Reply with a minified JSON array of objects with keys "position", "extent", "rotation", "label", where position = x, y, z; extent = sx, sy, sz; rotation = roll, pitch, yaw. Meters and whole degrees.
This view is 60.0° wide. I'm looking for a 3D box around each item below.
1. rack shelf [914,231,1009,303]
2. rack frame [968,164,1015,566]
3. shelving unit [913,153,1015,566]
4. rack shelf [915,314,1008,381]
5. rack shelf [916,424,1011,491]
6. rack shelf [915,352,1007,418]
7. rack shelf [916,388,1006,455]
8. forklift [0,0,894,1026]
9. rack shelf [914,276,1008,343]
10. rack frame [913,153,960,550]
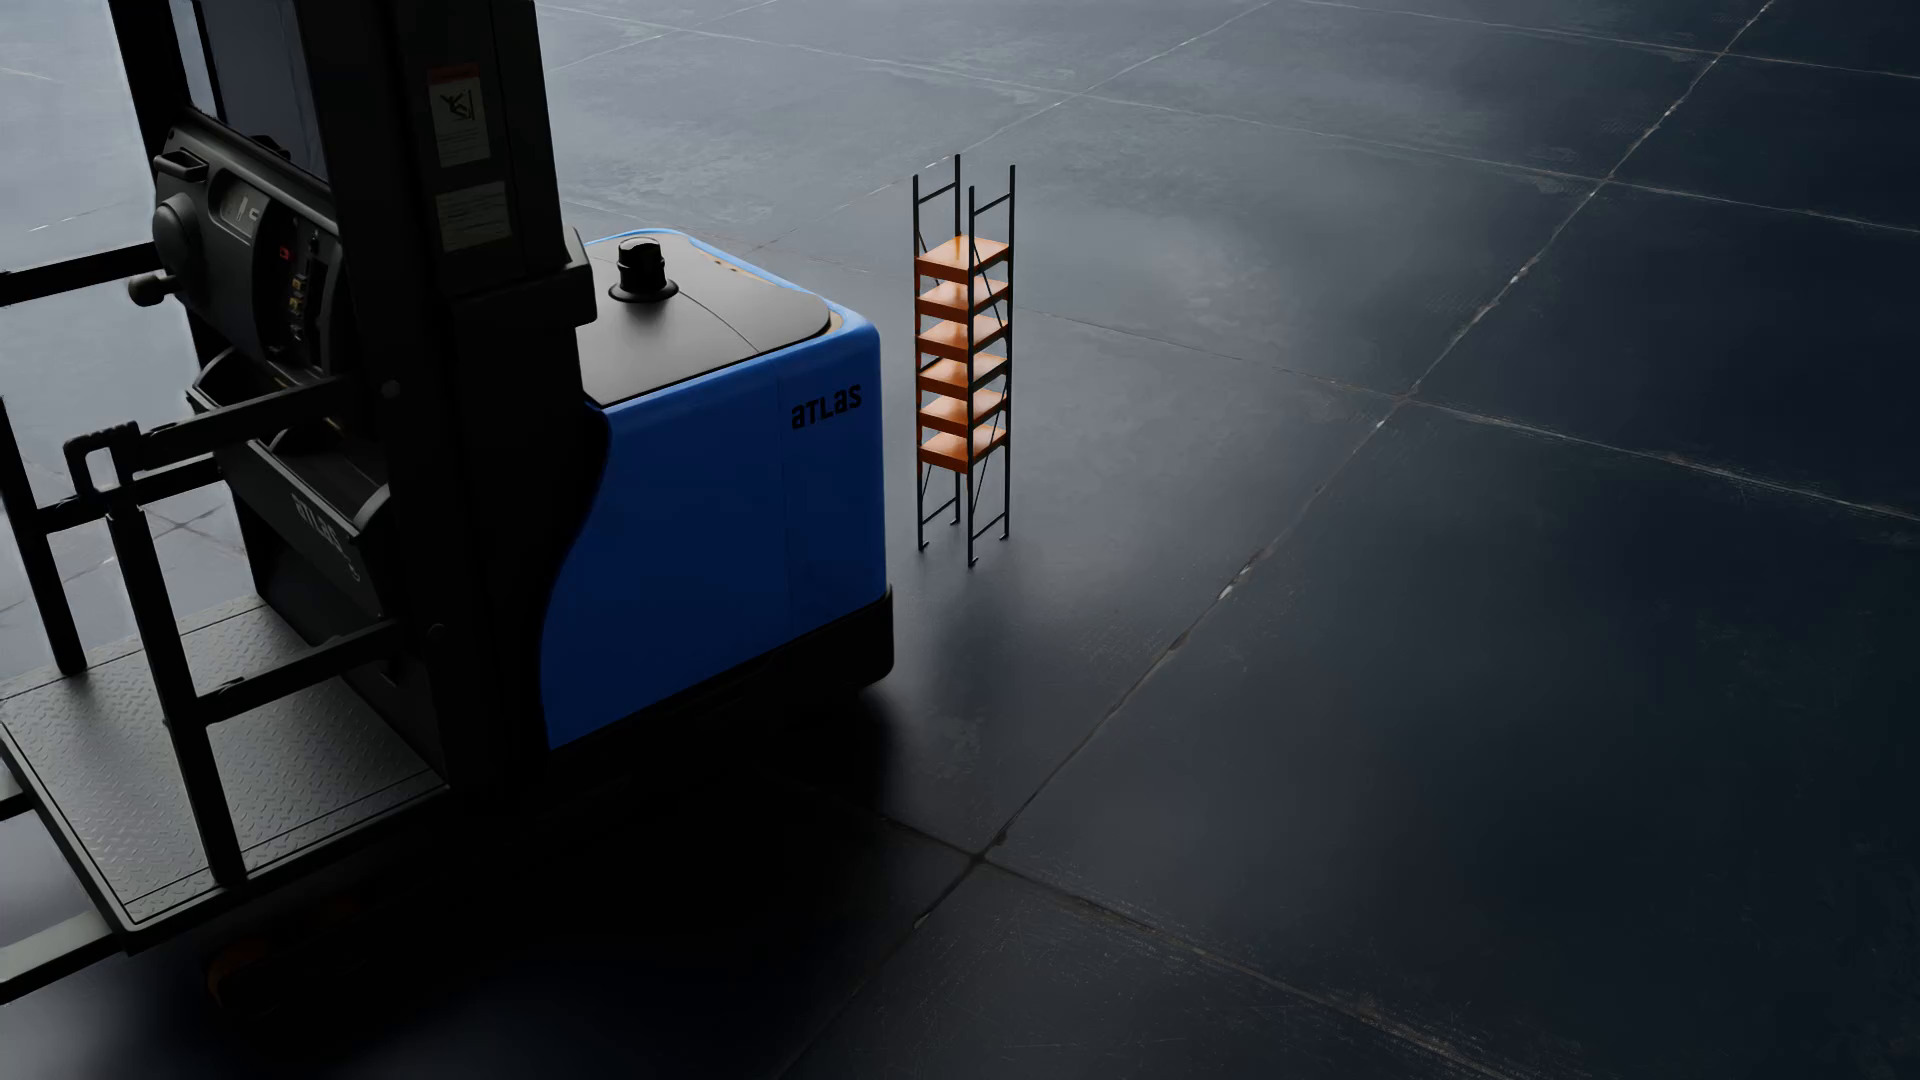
[{"position":[0.012,-0.787,4.782],"extent":[0.180,0.103,0.258],"rotation":[18,35,27],"label":"rack shelf"},{"position":[0.090,-0.490,4.899],"extent":[0.006,1.200,0.240],"rotation":[18,35,27],"label":"rack frame"},{"position":[0.012,-0.514,4.941],"extent":[0.189,1.200,0.258],"rotation":[18,35,27],"label":"shelving unit"},{"position":[0.012,-0.580,4.903],"extent":[0.180,0.103,0.258],"rotation":[18,35,27],"label":"rack shelf"},{"position":[0.012,-0.269,5.084],"extent":[0.180,0.103,0.258],"rotation":[18,35,27],"label":"rack shelf"},{"position":[0.012,-0.476,4.963],"extent":[0.180,0.103,0.258],"rotation":[18,35,27],"label":"rack shelf"},{"position":[0.012,-0.372,5.024],"extent":[0.180,0.103,0.258],"rotation":[18,35,27],"label":"rack shelf"},{"position":[-1.616,-0.553,3.290],"extent":[3.031,2.935,1.130],"rotation":[-24,38,-35],"label":"forklift"},{"position":[0.012,-0.683,4.842],"extent":[0.180,0.103,0.258],"rotation":[18,35,27],"label":"rack shelf"},{"position":[-0.065,-0.539,4.983],"extent":[0.006,1.200,0.240],"rotation":[18,35,27],"label":"rack frame"}]
